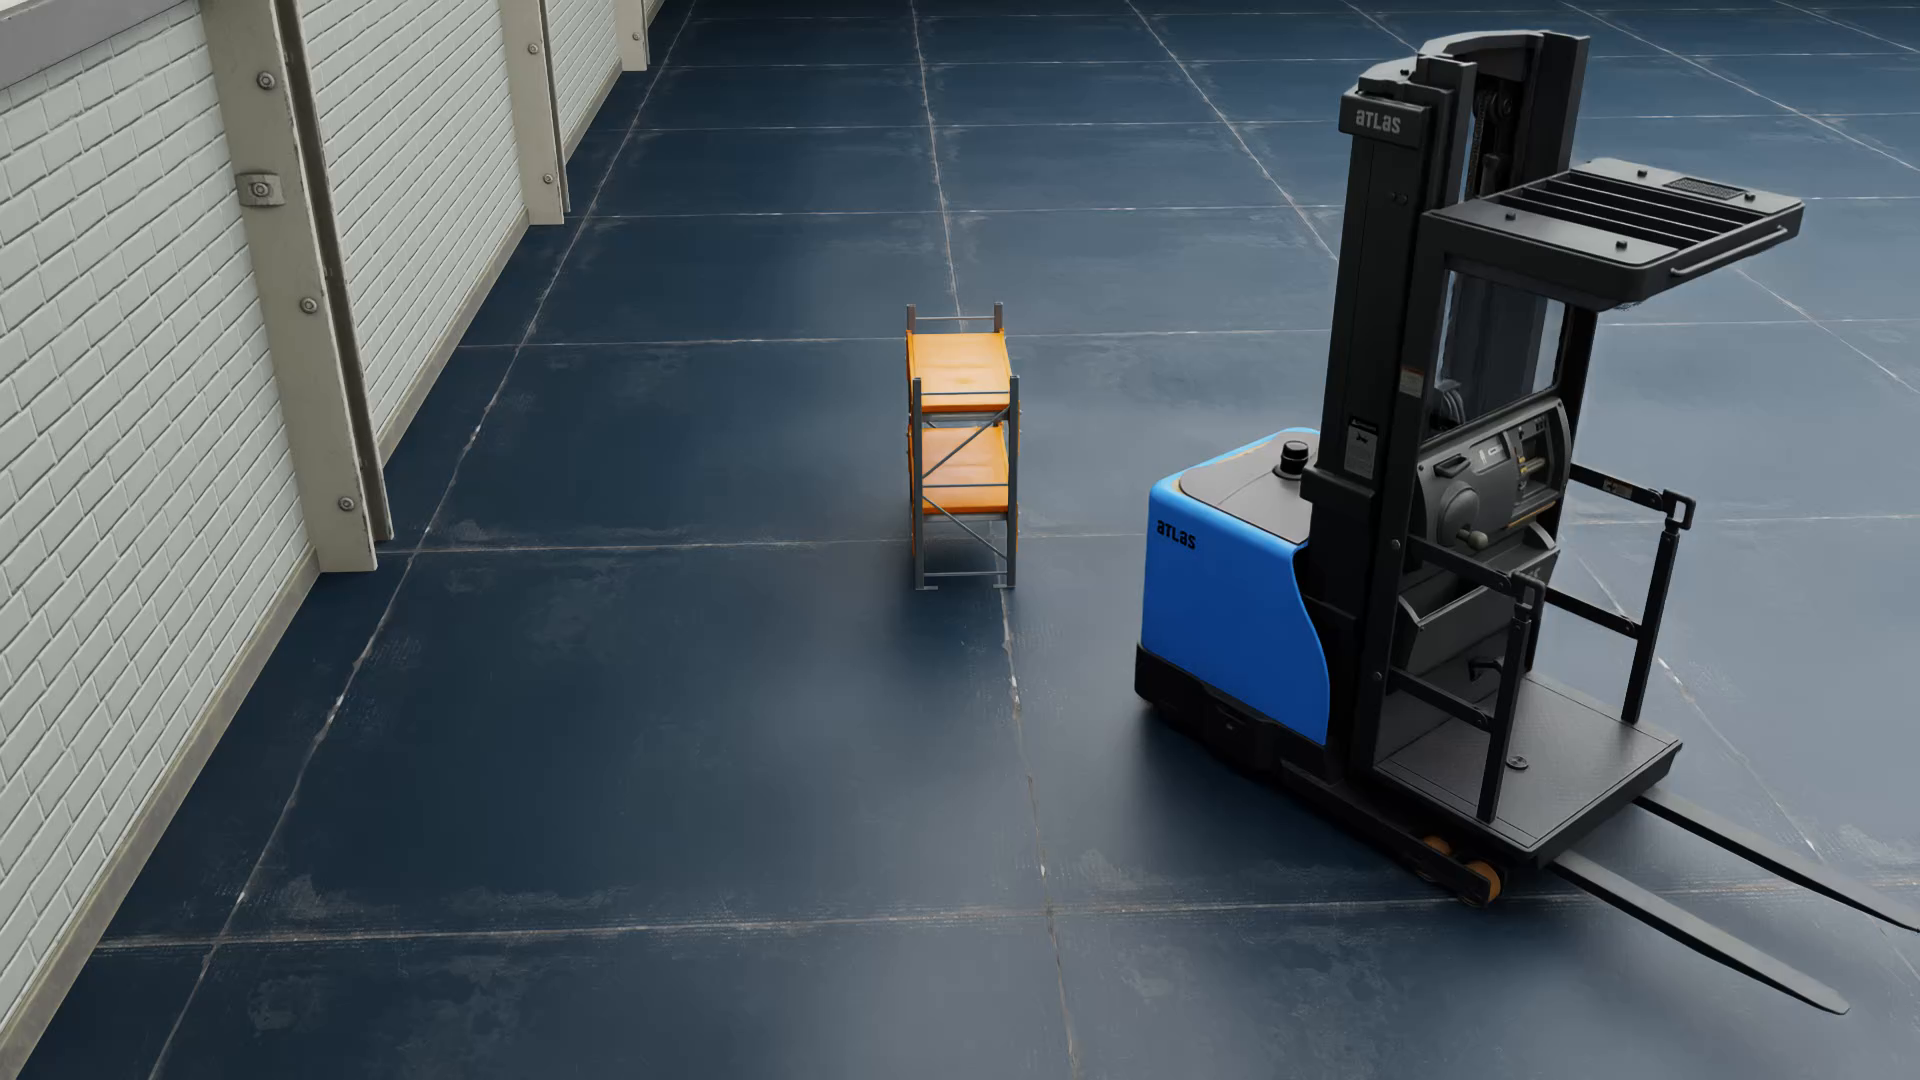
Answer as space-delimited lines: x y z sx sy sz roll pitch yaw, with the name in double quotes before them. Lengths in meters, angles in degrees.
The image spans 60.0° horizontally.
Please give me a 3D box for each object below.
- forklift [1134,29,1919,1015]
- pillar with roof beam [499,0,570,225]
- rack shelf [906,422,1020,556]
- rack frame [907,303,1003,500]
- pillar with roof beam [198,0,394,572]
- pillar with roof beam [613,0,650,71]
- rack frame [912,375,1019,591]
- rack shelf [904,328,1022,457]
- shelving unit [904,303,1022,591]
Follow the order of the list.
"forklift" 2.108 -0.208 5.980 1.130 2.935 3.031 -22 34 -35
"pillar with roof beam" 0.849 -6.796 12.049 9.100 9.000 0.400 -1 28 -3
"rack shelf" 0.000 -0.279 8.597 0.538 0.278 1.000 -1 28 -3
"rack frame" -0.026 -0.730 8.934 0.500 1.125 0.032 -1 28 -3
"pillar with roof beam" 1.162 -4.025 6.737 9.100 9.000 0.400 -1 28 -3
"pillar with roof beam" 0.535 -9.567 17.362 9.100 9.000 0.400 -1 28 -3
"rack frame" 0.027 -0.261 8.034 0.500 1.125 0.032 -1 28 -3
"rack shelf" 0.000 -0.755 8.349 0.538 0.278 1.000 -1 28 -3
"shelving unit" 0.000 -0.496 8.484 0.538 1.125 1.048 -1 28 -3
